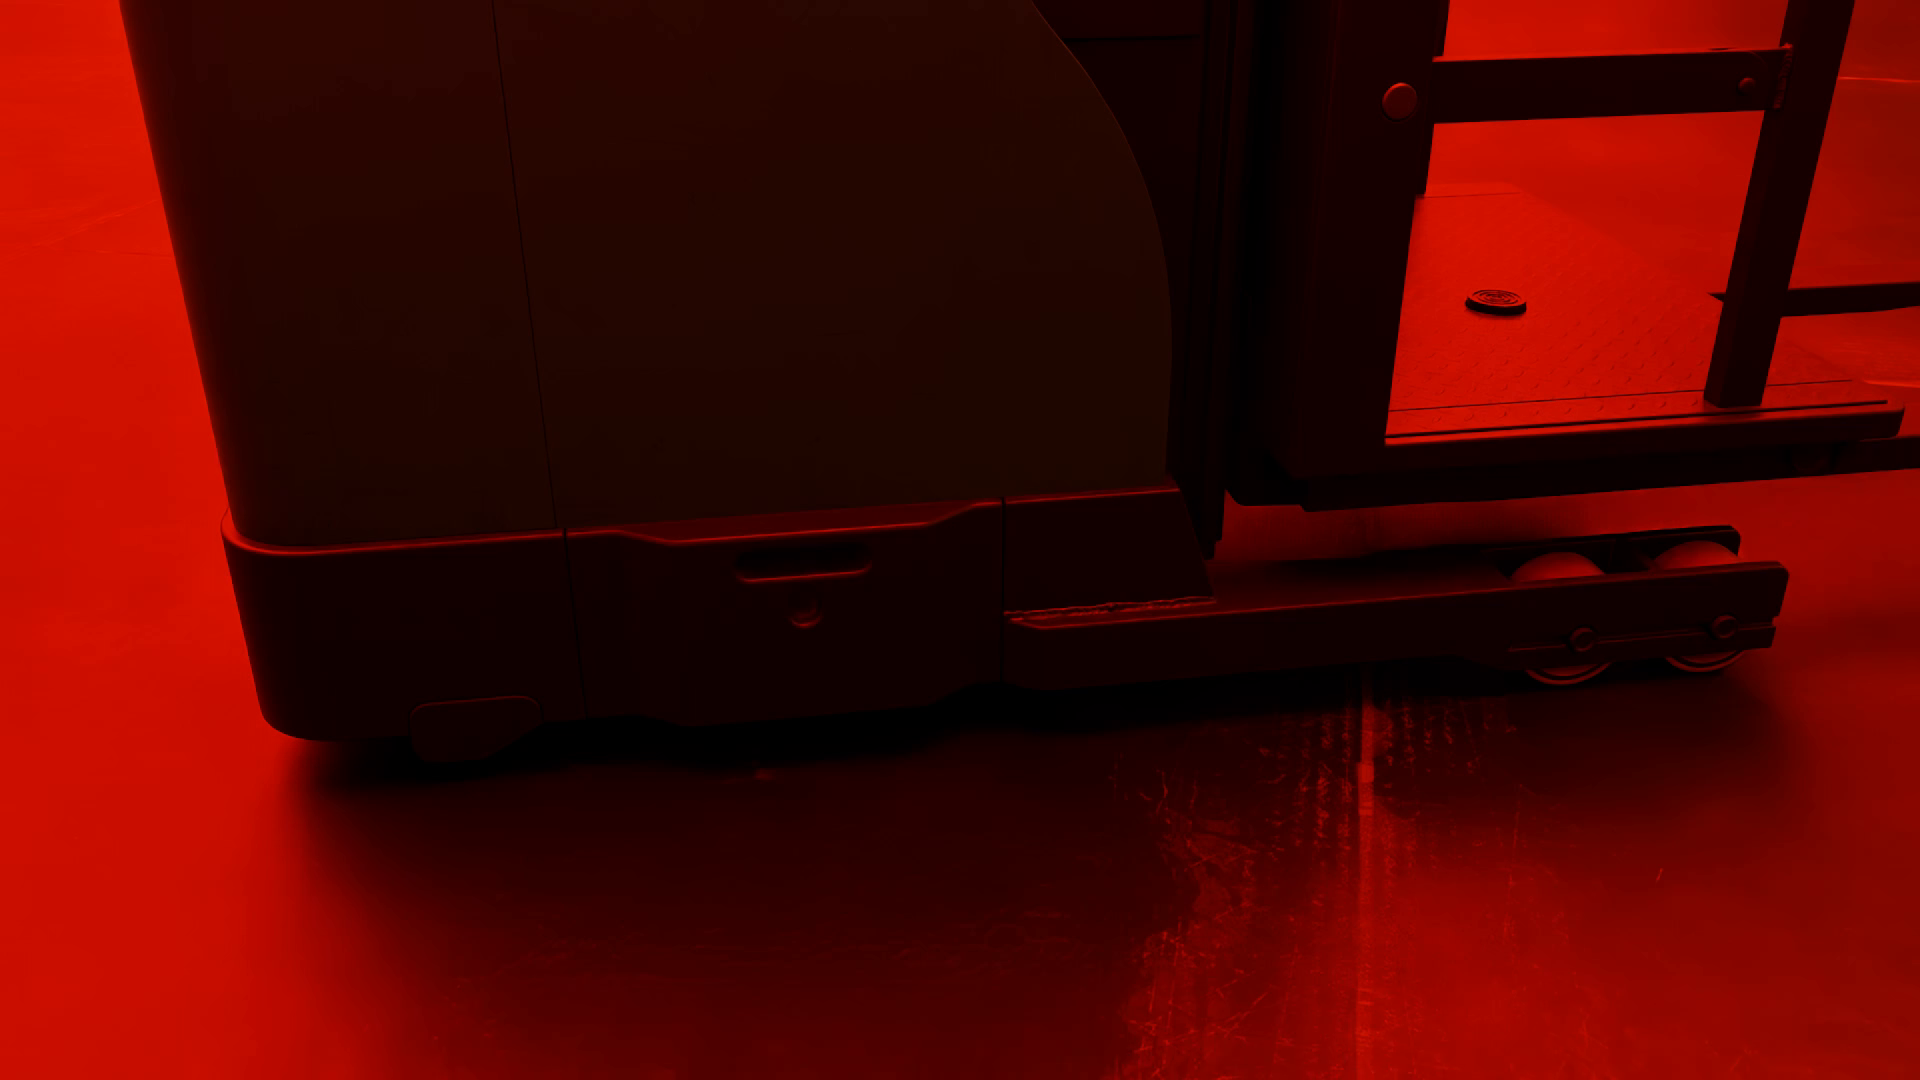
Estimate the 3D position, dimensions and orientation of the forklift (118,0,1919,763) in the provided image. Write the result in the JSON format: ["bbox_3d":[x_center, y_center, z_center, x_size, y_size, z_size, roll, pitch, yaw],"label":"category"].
[{"bbox_3d":[0.600,-1.354,1.930,3.031,2.935,1.130,-4,27,-9],"label":"forklift"}]
